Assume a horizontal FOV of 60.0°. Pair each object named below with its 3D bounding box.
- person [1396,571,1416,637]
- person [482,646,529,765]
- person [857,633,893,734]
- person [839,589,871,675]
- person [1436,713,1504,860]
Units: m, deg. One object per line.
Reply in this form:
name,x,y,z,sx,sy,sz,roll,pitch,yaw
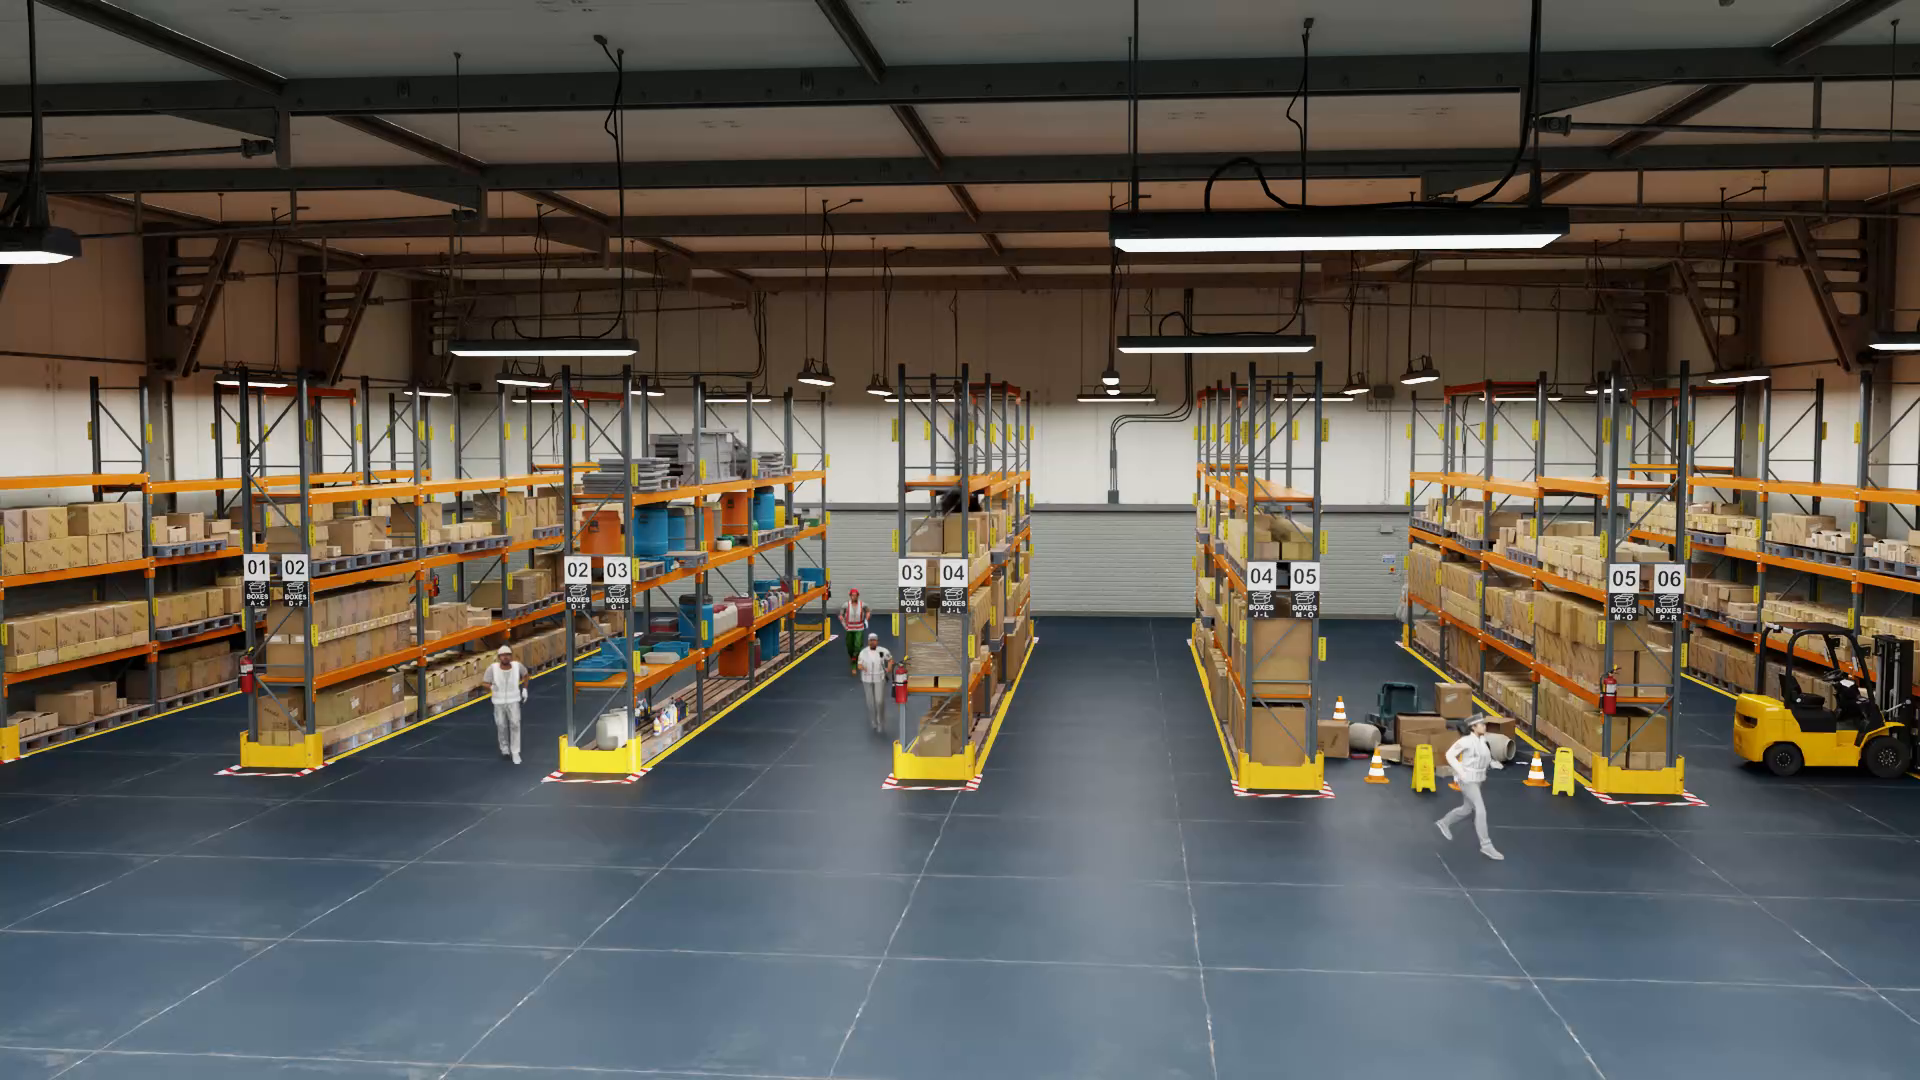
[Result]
person,11.004,1.573,40.896,0.554,1.628,0.564,0,4,-6
person,-6.920,2.500,25.346,0.689,1.807,0.816,-1,4,-15
person,-1.431,2.403,27.813,0.580,1.708,0.718,0,4,7
person,-2.204,1.903,34.830,0.666,1.787,0.866,0,4,-4
person,6.061,2.884,19.775,0.629,1.706,0.908,-4,5,-45
